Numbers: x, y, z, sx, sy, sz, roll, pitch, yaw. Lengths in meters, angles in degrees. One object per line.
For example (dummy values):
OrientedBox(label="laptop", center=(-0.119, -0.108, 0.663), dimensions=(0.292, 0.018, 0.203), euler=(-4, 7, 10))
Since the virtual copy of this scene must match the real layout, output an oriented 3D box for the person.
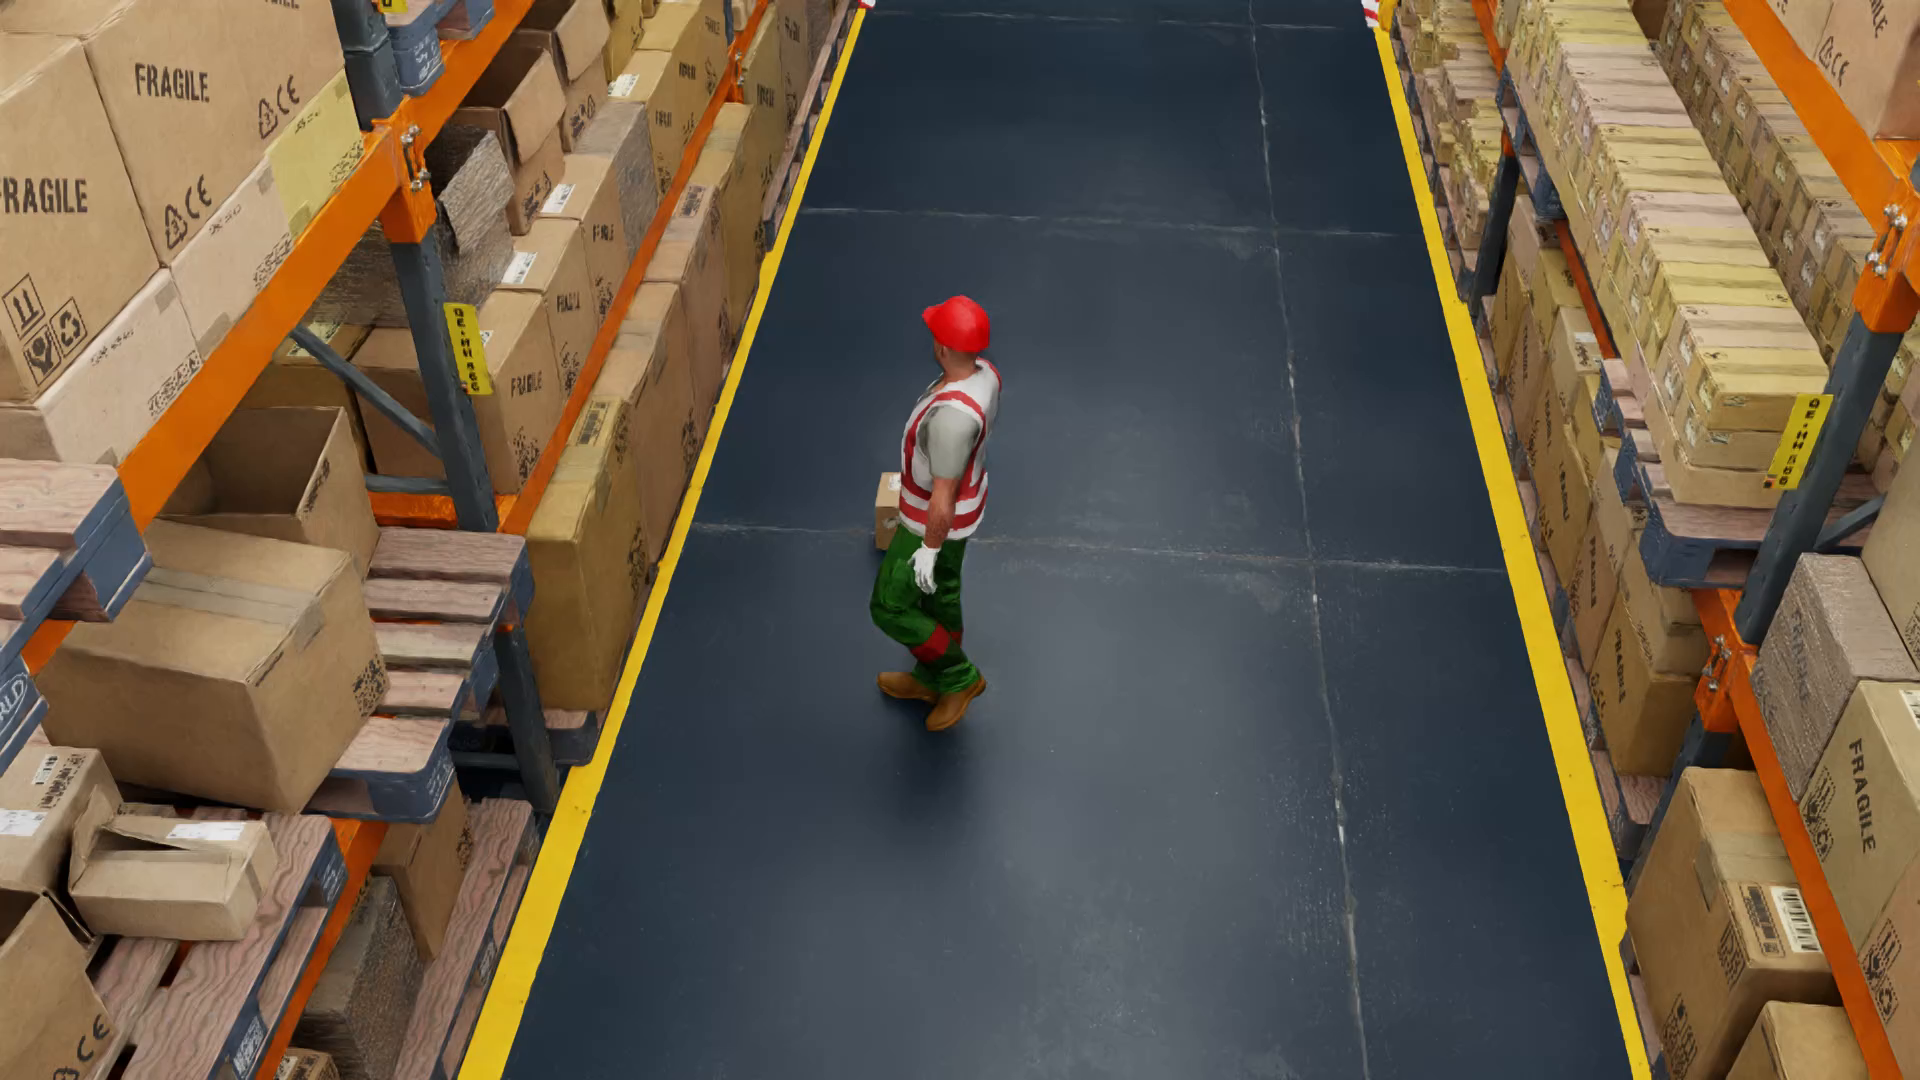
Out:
OrientedBox(label="person", center=(-0.097, -0.085, 6.226), dimensions=(0.475, 1.785, 0.638), euler=(8, 40, 10))
